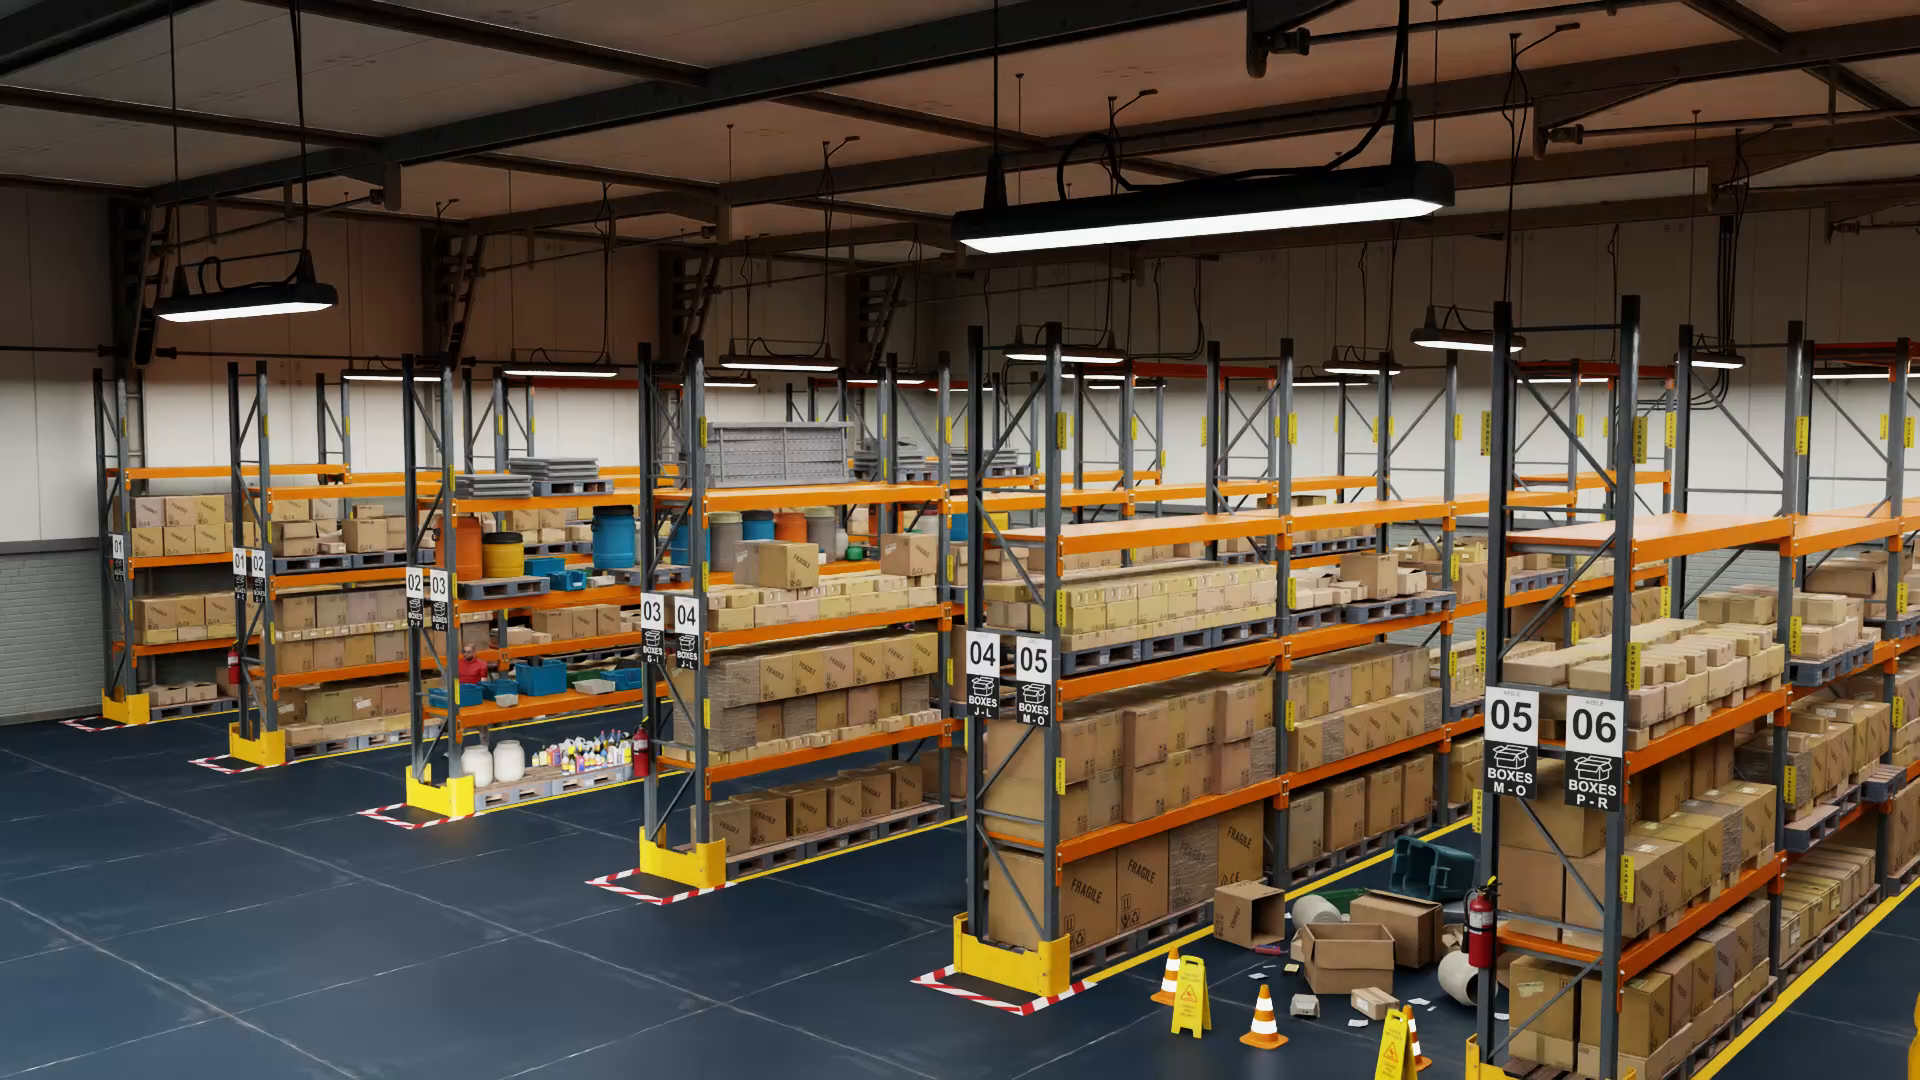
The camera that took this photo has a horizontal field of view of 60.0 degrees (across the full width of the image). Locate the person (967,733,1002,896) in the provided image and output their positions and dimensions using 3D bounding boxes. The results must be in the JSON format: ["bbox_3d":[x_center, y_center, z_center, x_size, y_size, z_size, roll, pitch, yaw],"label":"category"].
[{"bbox_3d":[0.293,2.966,17.925,0.571,1.749,0.618,-3,5,-38],"label":"person"}]

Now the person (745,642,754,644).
[{"bbox_3d":[-3.893,2.179,29.813,0.442,1.541,0.971,1,4,19],"label":"person"}]

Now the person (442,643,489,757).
[{"bbox_3d":[-7.539,2.421,25.547,0.571,1.681,0.946,0,4,3],"label":"person"}]
